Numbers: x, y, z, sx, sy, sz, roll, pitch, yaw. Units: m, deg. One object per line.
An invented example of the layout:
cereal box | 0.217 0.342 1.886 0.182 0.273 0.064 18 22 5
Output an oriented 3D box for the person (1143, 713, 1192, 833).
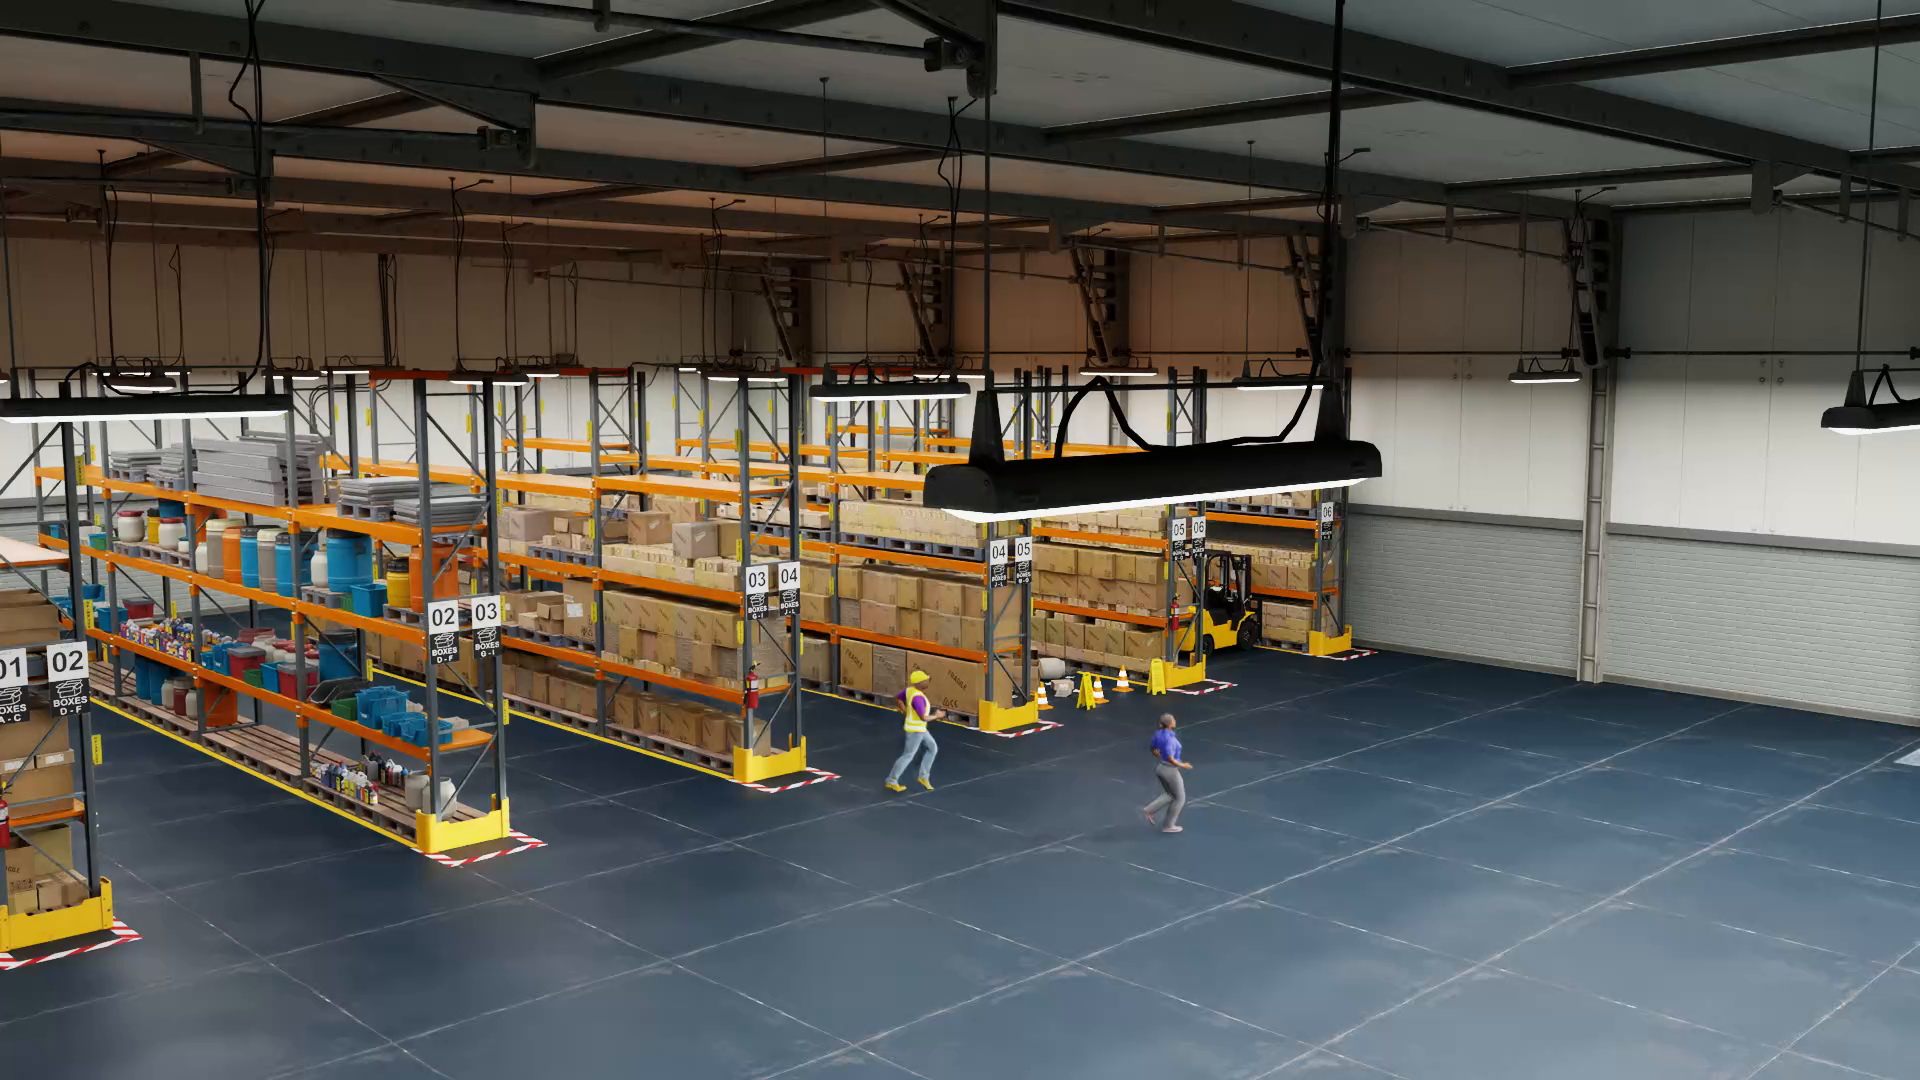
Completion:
person | 2.728 3.066 21.894 0.584 1.603 0.573 -2 7 -18

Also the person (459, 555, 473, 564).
person | -11.605 1.061 39.193 0.722 1.752 0.763 1 6 7

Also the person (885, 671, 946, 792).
person | -0.650 2.762 23.927 0.888 1.798 0.712 -1 6 -7
